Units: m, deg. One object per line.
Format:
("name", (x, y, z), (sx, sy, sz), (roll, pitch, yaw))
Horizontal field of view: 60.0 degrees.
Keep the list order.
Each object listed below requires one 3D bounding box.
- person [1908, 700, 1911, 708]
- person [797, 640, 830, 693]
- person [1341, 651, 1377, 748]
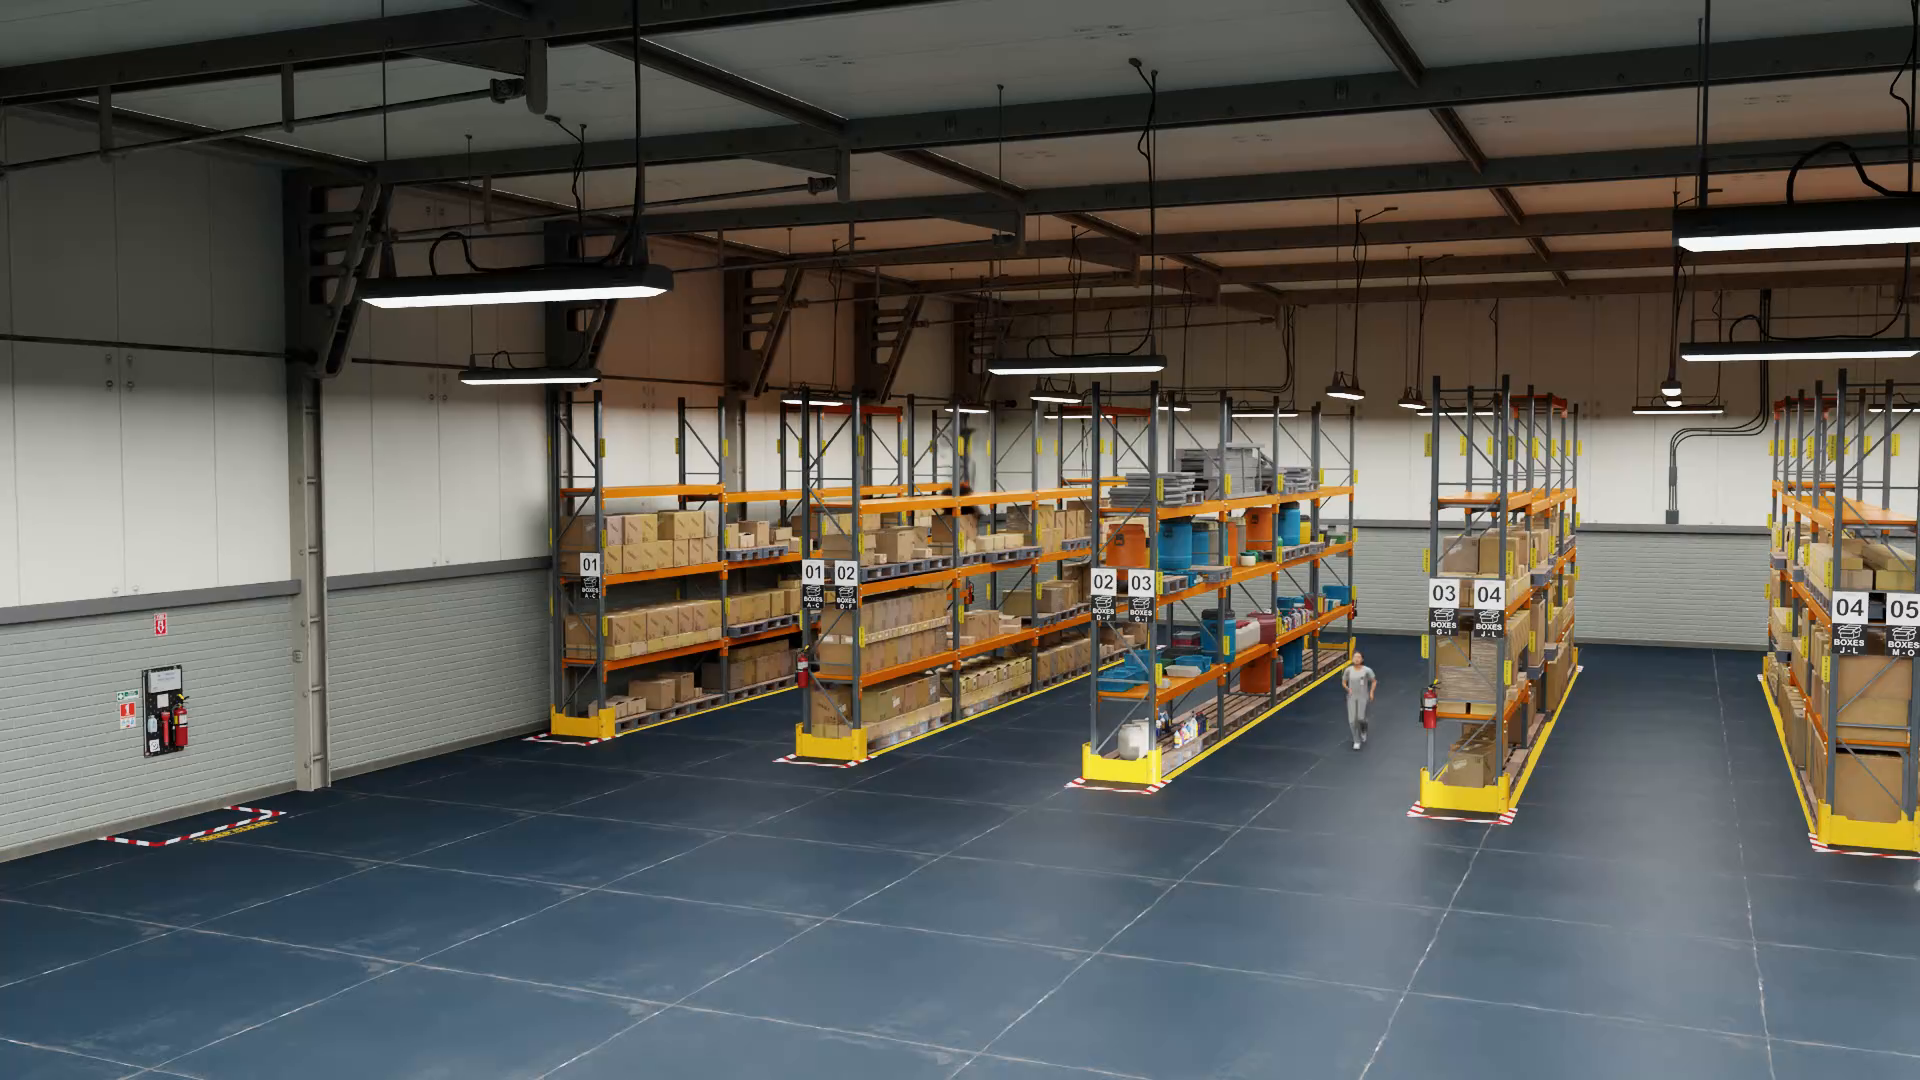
("person", (18.041, 2.442, 31.467), (0.593, 1.622, 0.726), (1, 3, 19))
("person", (-2.606, 2.601, 30.132), (0.688, 1.450, 0.917), (0, 3, -2))
("person", (6.624, 2.660, 27.684), (0.559, 1.631, 0.556), (1, 3, 22))
